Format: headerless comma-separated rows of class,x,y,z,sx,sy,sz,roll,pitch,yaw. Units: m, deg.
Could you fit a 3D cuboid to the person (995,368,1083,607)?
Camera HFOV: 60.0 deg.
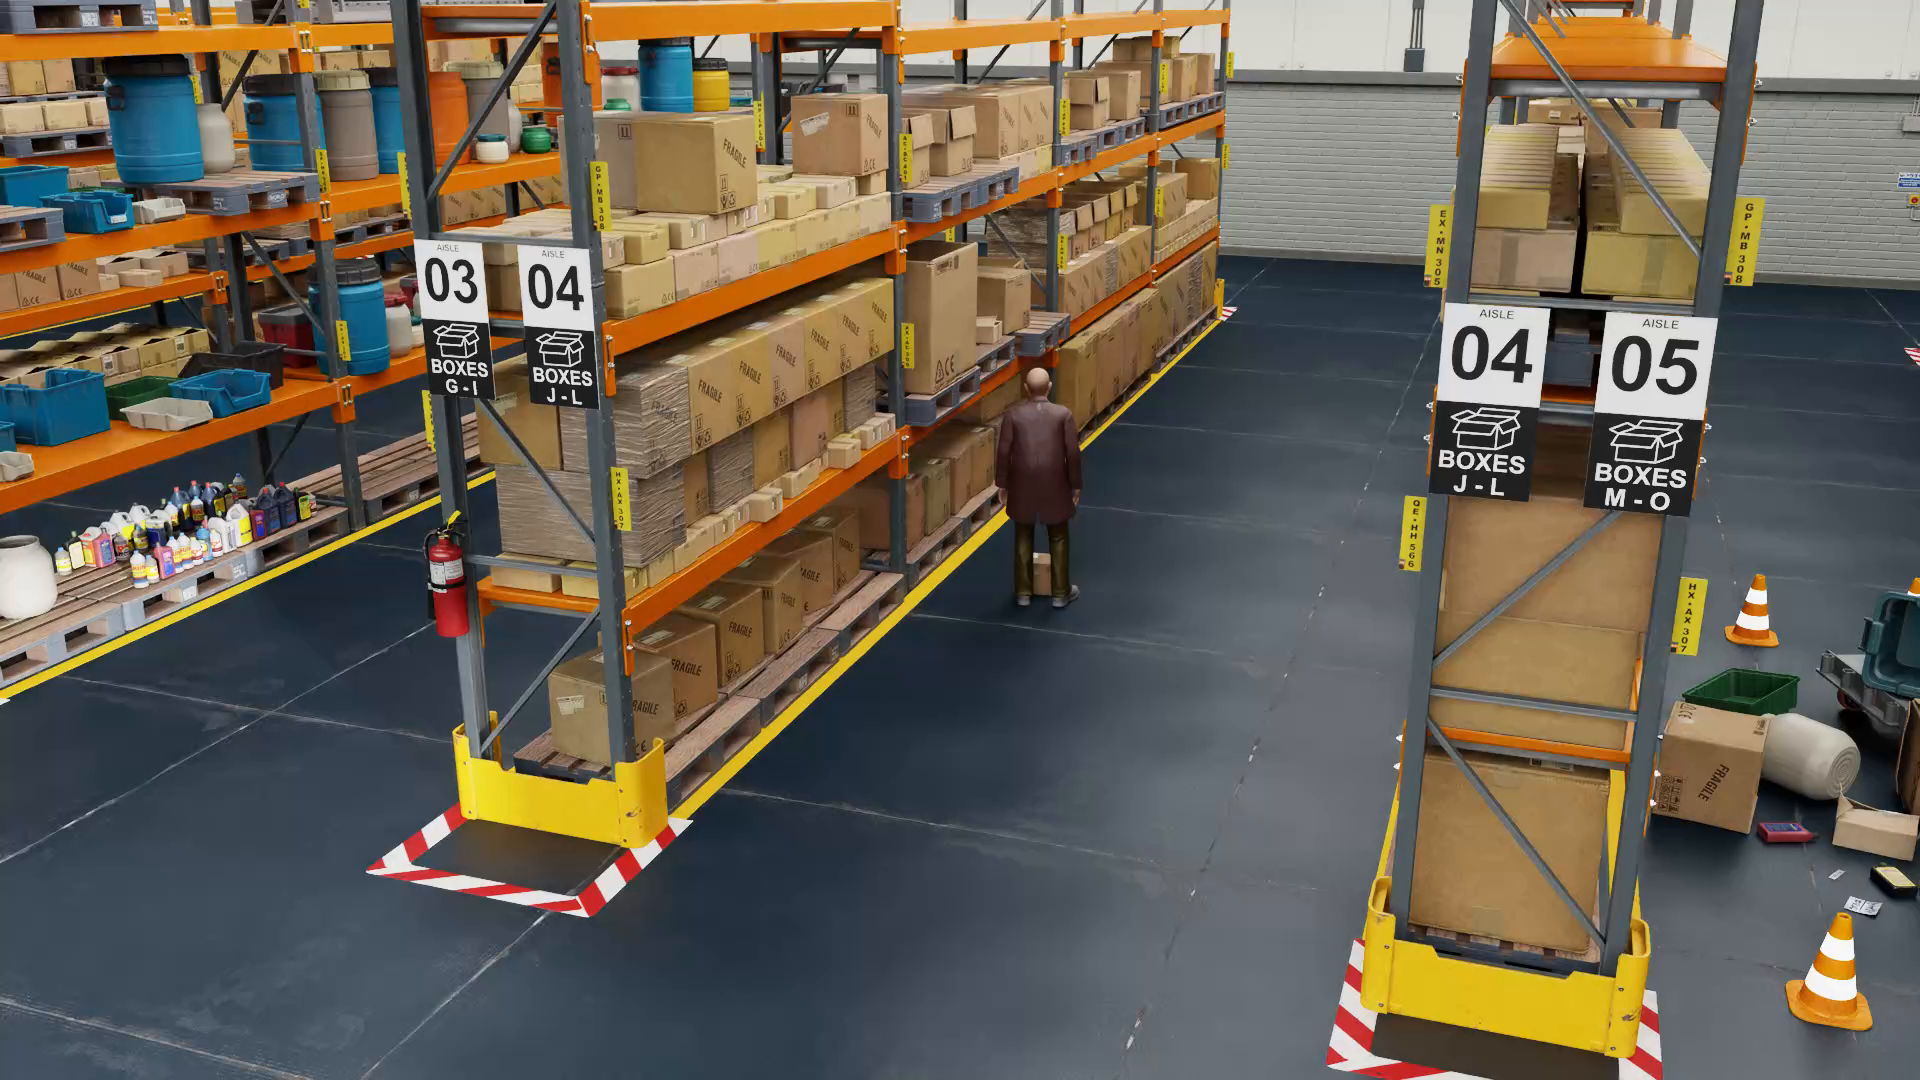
person,0.580,-0.388,12.251,0.653,1.774,0.427,2,19,7
